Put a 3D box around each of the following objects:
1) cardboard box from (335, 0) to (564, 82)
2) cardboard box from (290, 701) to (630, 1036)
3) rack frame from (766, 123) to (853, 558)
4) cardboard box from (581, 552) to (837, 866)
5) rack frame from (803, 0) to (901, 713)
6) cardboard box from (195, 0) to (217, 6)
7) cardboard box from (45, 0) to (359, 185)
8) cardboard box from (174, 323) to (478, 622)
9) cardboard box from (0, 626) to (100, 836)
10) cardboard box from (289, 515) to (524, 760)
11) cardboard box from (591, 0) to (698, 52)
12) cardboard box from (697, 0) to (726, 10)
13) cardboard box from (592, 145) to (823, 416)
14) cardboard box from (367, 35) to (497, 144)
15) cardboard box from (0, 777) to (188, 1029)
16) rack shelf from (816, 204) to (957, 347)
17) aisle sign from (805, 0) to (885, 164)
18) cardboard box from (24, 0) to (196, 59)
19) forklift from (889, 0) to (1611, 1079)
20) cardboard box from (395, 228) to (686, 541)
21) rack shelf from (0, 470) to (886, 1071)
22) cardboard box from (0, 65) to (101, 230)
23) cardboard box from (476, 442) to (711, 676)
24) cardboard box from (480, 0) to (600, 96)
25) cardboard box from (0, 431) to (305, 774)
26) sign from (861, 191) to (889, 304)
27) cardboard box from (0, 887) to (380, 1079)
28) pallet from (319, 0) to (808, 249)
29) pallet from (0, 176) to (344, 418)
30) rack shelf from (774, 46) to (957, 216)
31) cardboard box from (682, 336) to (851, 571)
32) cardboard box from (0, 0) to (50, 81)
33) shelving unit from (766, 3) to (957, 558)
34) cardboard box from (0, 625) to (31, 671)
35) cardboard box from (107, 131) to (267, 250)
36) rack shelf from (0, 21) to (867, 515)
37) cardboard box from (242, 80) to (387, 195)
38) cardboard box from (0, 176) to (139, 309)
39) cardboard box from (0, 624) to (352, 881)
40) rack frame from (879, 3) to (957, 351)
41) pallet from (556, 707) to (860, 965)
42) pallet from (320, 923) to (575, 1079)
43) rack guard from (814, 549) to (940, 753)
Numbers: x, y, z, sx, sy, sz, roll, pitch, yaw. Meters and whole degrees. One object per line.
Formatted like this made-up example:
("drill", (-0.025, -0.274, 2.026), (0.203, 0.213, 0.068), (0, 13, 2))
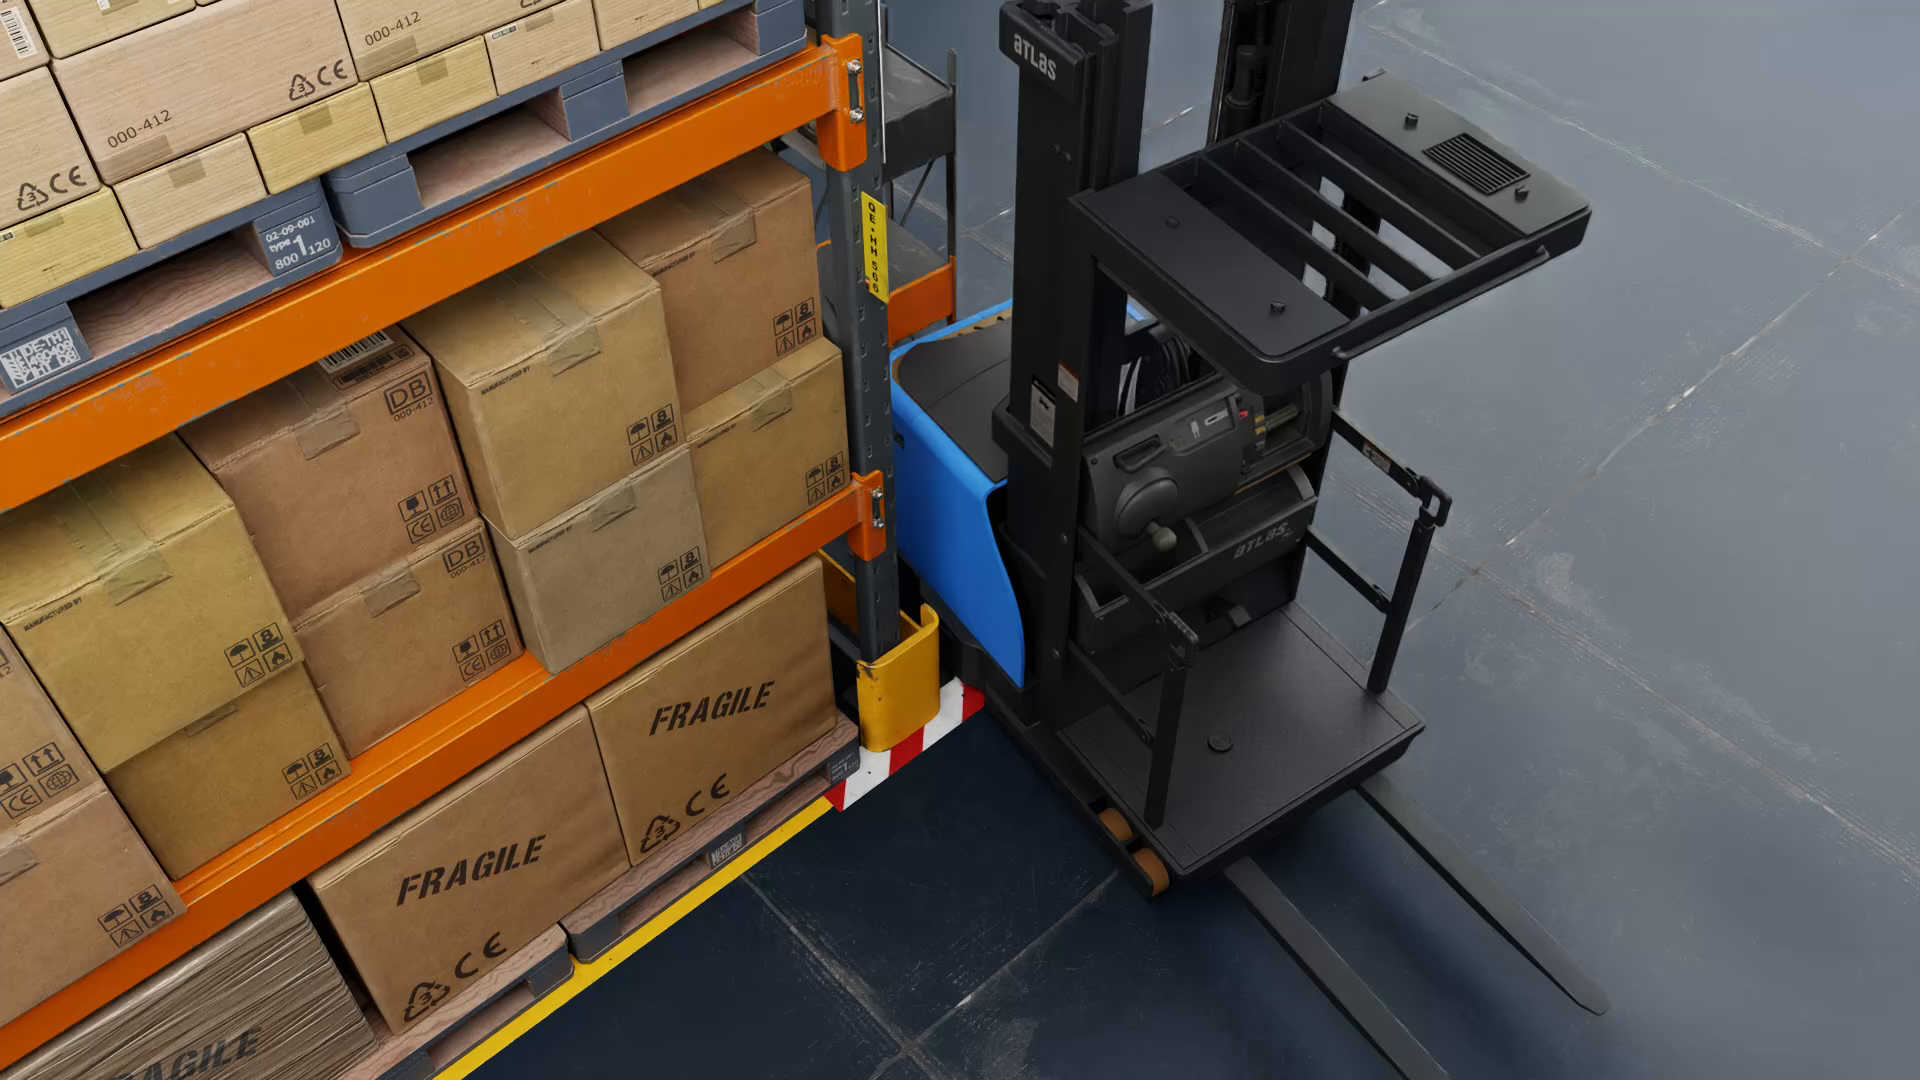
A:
("cardboard box", (-1.130, -1.218, 3.338), (0.500, 0.250, 0.500), (-34, 56, -27))
("cardboard box", (-1.692, 0.770, 5.158), (0.875, 0.875, 0.875), (-35, 56, -28))
("rack frame", (-0.521, -0.733, 5.995), (0.015, 2.100, 0.400), (-31, 54, -26))
("cardboard box", (-1.042, 0.334, 5.561), (0.875, 0.875, 0.875), (-33, 56, -27))
("rack frame", (-0.585, -0.615, 5.277), (0.127, 3.000, 1.000), (-34, 56, -27))
("cardboard box", (-1.357, -1.142, 2.996), (0.250, 0.149, 0.380), (-34, 56, -27))
("cardboard box", (-1.502, -0.970, 3.109), (0.500, 0.250, 0.500), (-34, 56, -27))
("cardboard box", (-1.736, -0.345, 4.190), (0.550, 0.550, 0.875), (-34, 56, -27))
("cardboard box", (-2.428, 0.254, 3.637), (0.550, 0.550, 0.875), (-34, 56, -27))
("cardboard box", (-1.720, 0.034, 4.575), (0.550, 0.550, 0.875), (-34, 56, -27))
("cardboard box", (-0.790, -1.251, 3.639), (0.250, 0.149, 0.380), (-33, 55, -27))
("cardboard box", (-0.603, -1.375, 3.754), (0.250, 0.149, 0.380), (-34, 56, -27))
("cardboard box", (-0.886, -0.870, 4.675), (0.550, 0.550, 0.875), (-34, 56, -27))
("cardboard box", (-1.167, -0.999, 3.407), (0.250, 0.149, 0.380), (-33, 55, -27))
("cardboard box", (-2.409, 0.636, 4.021), (0.550, 0.550, 0.875), (-34, 56, -27))
("rack shelf", (-0.333, -0.837, 6.111), (0.480, 0.518, 0.431), (-31, 54, -26))
("aisle sign", (-0.331, -1.369, 4.203), (0.004, 0.787, 0.394), (-34, 56, -27))
("cardboard box", (-1.547, -1.014, 2.879), (0.250, 0.149, 0.380), (-35, 56, -28))
("forklift", (0.888, -0.194, 4.935), (1.130, 2.935, 3.031), (-26, 53, -22))
("cardboard box", (-1.230, -0.548, 4.378), (0.550, 0.550, 0.875), (-34, 56, -27))
("rack shelf", (-2.065, 0.618, 4.629), (4.000, 0.370, 1.077), (-34, 56, -27))
("cardboard box", (-1.875, -0.721, 2.879), (0.500, 0.250, 0.500), (-33, 55, -27))
("cardboard box", (-1.221, -0.174, 4.768), (0.550, 0.550, 0.875), (-34, 56, -27))
("cardboard box", (-0.979, -1.123, 3.522), (0.250, 0.149, 0.380), (-33, 55, -27))
("cardboard box", (-2.041, -0.012, 3.883), (0.500, 0.550, 0.875), (-34, 56, -27))
("sign", (-0.230, -0.786, 4.485), (0.005, 0.325, 0.100), (-34, 56, -27))
("cardboard box", (-2.368, 1.220, 4.743), (0.875, 0.875, 0.875), (-33, 56, -27))
("pallet", (-1.127, -1.230, 3.863), (1.213, 0.211, 1.003), (-34, 56, -27))
("pallet", (-2.030, -0.623, 3.304), (1.213, 0.211, 1.003), (-34, 56, -27))
("rack shelf", (-0.331, -1.313, 5.598), (0.480, 0.518, 0.431), (-31, 54, -26))
("cardboard box", (-0.829, -0.458, 5.029), (0.550, 0.550, 0.875), (-34, 56, -27))
("cardboard box", (-1.734, -0.889, 2.763), (0.250, 0.149, 0.380), (-33, 55, -27))
("shelving unit", (-0.333, -0.847, 6.101), (0.503, 2.100, 0.431), (-31, 54, -26))
("cardboard box", (-3.512, 0.438, 6.165), (0.258, 0.266, 0.396), (-25, 52, -21))
("cardboard box", (-1.543, -0.747, 3.174), (0.250, 0.149, 0.380), (-33, 55, -27))
("rack shelf", (-2.065, -0.400, 3.526), (4.000, 0.370, 1.077), (-34, 56, -27))
("cardboard box", (-1.356, -0.871, 3.289), (0.250, 0.149, 0.380), (-35, 56, -28))
("cardboard box", (-1.732, -0.621, 3.058), (0.250, 0.149, 0.380), (-33, 55, -27))
("cardboard box", (-2.084, 0.319, 4.313), (0.500, 0.550, 0.875), (-34, 56, -27))
("rack frame", (-0.144, -0.960, 6.207), (0.015, 2.100, 0.400), (-31, 54, -26))
("pallet", (-1.124, 0.768, 5.897), (1.213, 0.211, 1.003), (-34, 56, -27))
("pallet", (-2.026, 1.368, 5.344), (1.213, 0.211, 1.003), (-34, 56, -27))
("rack guard", (-0.567, 0.221, 6.206), (0.348, 0.500, 1.175), (-34, 56, -27))
